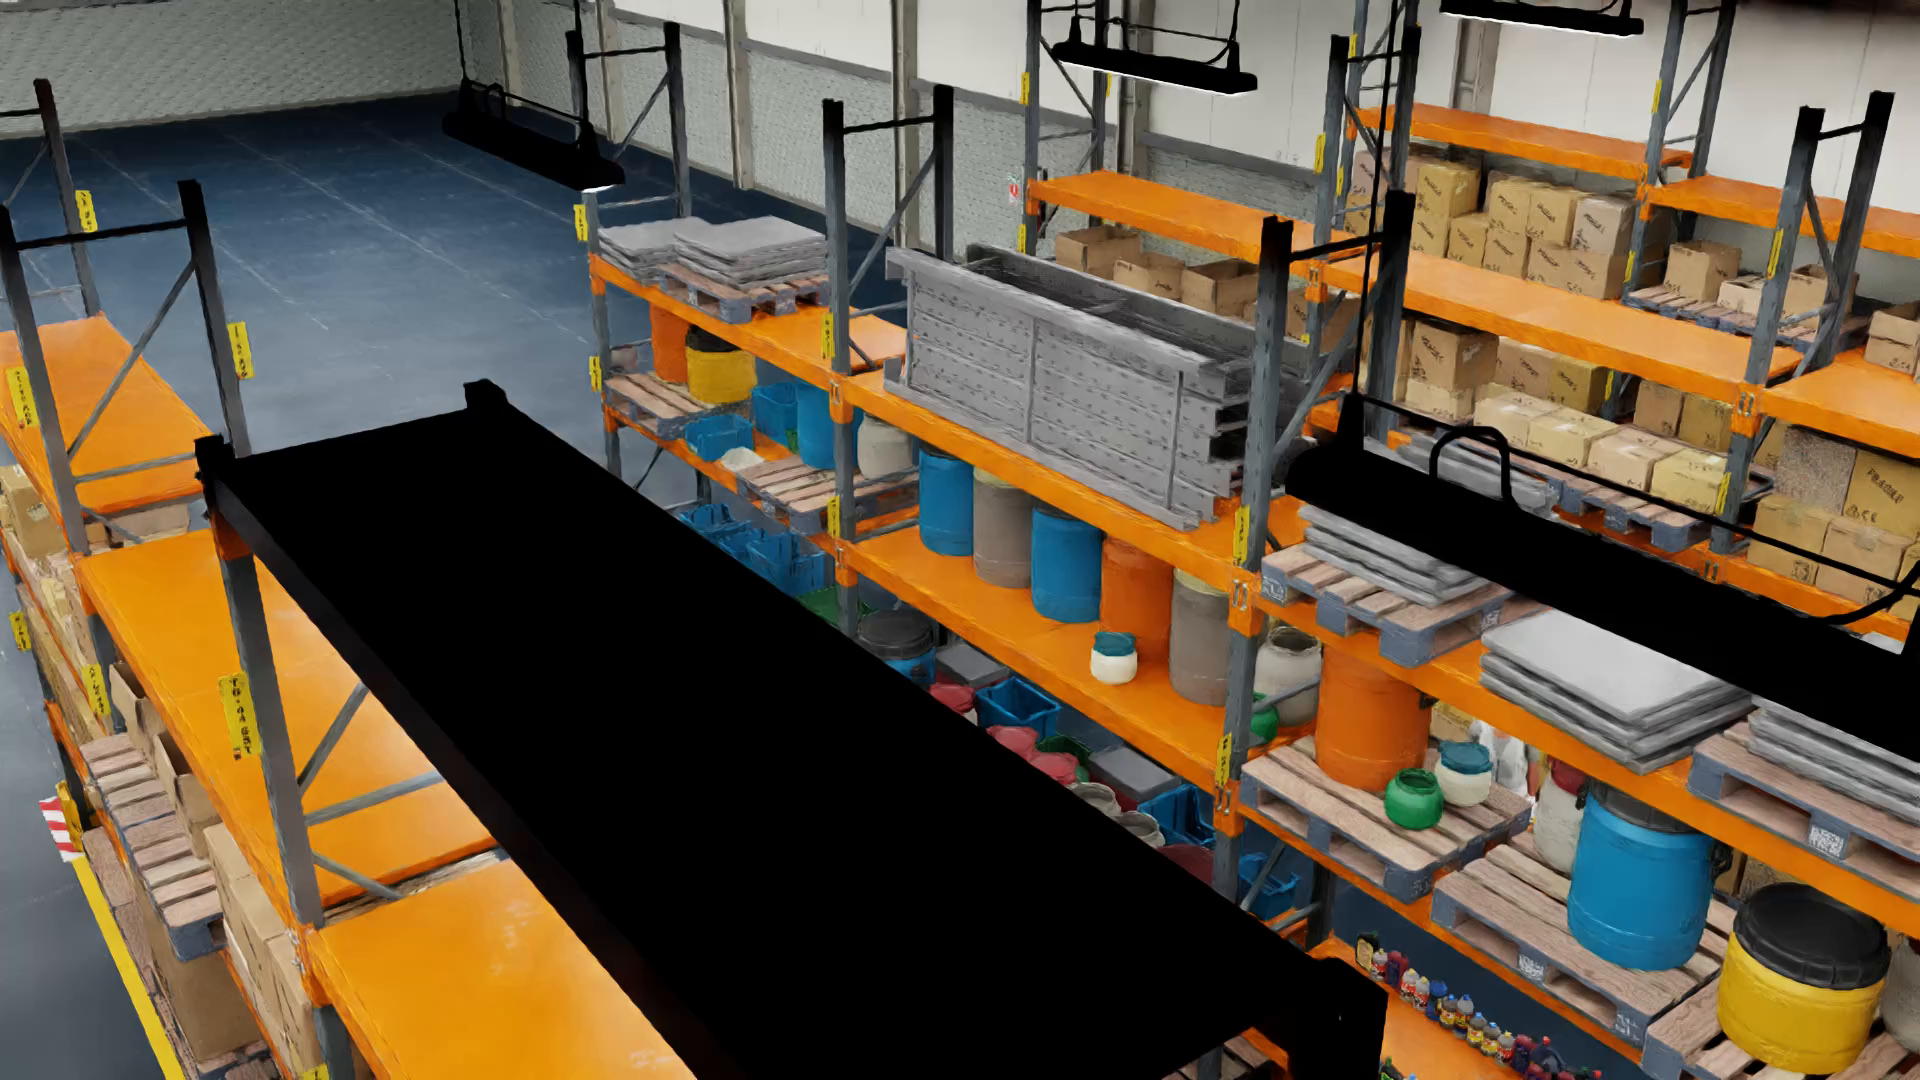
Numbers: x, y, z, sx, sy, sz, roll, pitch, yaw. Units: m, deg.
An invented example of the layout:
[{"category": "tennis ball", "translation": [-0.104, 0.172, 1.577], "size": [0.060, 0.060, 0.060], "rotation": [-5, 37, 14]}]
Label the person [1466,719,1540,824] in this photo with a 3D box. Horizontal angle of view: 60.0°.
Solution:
[{"category": "person", "translation": [4.072, 1.934, 12.615], "size": [0.622, 1.789, 0.471], "rotation": [13, 28, 27]}]
